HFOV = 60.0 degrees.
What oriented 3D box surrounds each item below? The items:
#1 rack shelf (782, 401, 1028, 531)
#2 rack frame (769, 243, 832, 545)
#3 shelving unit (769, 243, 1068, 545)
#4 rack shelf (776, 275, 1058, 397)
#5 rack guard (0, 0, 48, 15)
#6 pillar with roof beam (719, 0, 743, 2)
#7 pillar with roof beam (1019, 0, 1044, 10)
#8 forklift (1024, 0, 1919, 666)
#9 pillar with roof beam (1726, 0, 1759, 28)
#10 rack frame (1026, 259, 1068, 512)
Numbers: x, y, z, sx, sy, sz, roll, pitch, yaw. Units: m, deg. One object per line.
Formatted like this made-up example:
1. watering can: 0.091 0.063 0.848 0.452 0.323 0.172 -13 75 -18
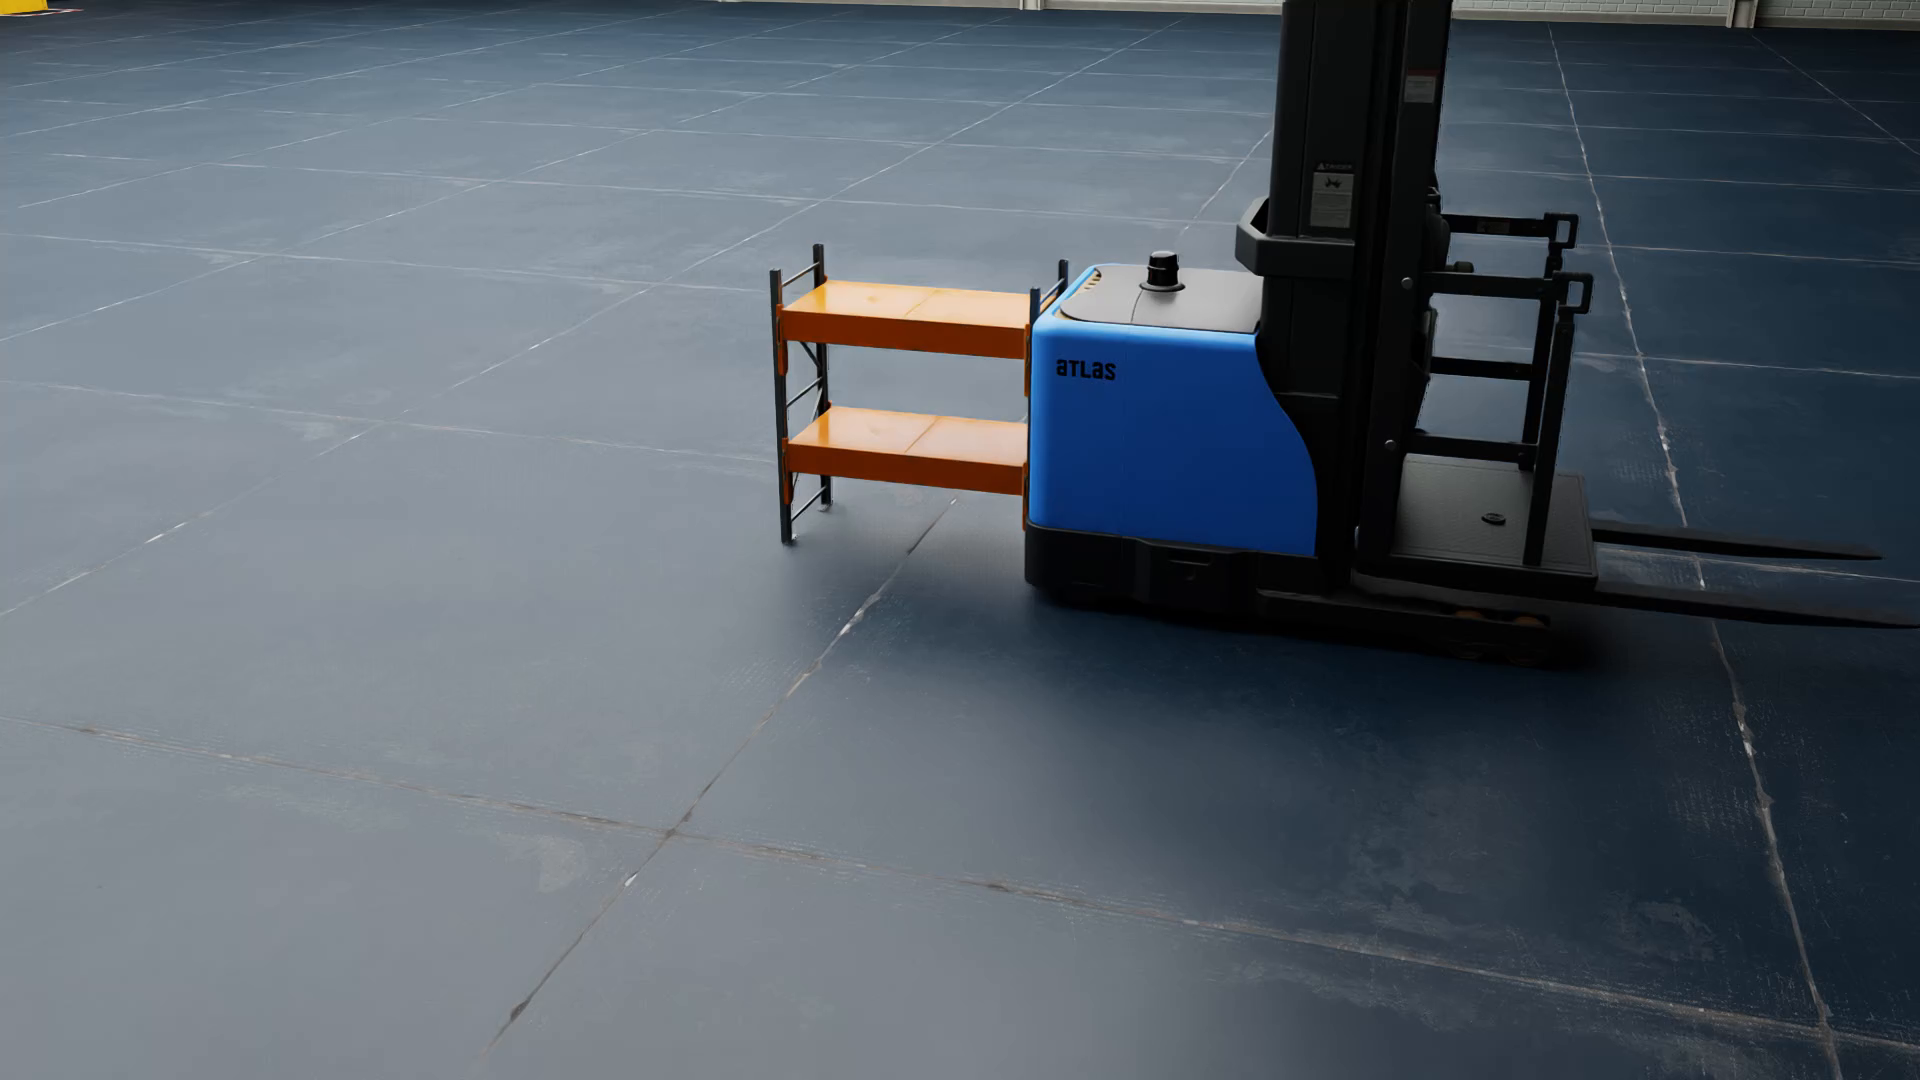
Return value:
1. rack shelf: -0.150 -0.311 6.690 1.000 0.278 0.538 6 23 15
2. rack frame: -0.638 -0.592 6.730 0.032 1.125 0.500 6 23 15
3. shelving unit: -0.150 -0.537 6.597 1.048 1.125 0.538 6 23 15
4. rack shelf: -0.150 -0.808 6.486 1.000 0.278 0.538 6 23 15
5. rack guard: -17.007 -9.754 29.890 0.348 0.500 1.175 7 23 16
6. pillar with roof beam: -5.665 -13.006 26.619 0.400 9.000 9.100 7 23 16
7. pillar with roof beam: 0.079 -12.348 25.015 0.400 9.000 9.100 7 23 16
8. forklift: 1.817 -1.148 5.708 3.031 2.935 1.130 6 23 15
9. pillar with roof beam: 11.567 -11.032 21.808 0.400 9.000 9.100 7 23 16
10. rack frame: 0.338 -0.483 6.464 0.032 1.125 0.500 6 23 15
